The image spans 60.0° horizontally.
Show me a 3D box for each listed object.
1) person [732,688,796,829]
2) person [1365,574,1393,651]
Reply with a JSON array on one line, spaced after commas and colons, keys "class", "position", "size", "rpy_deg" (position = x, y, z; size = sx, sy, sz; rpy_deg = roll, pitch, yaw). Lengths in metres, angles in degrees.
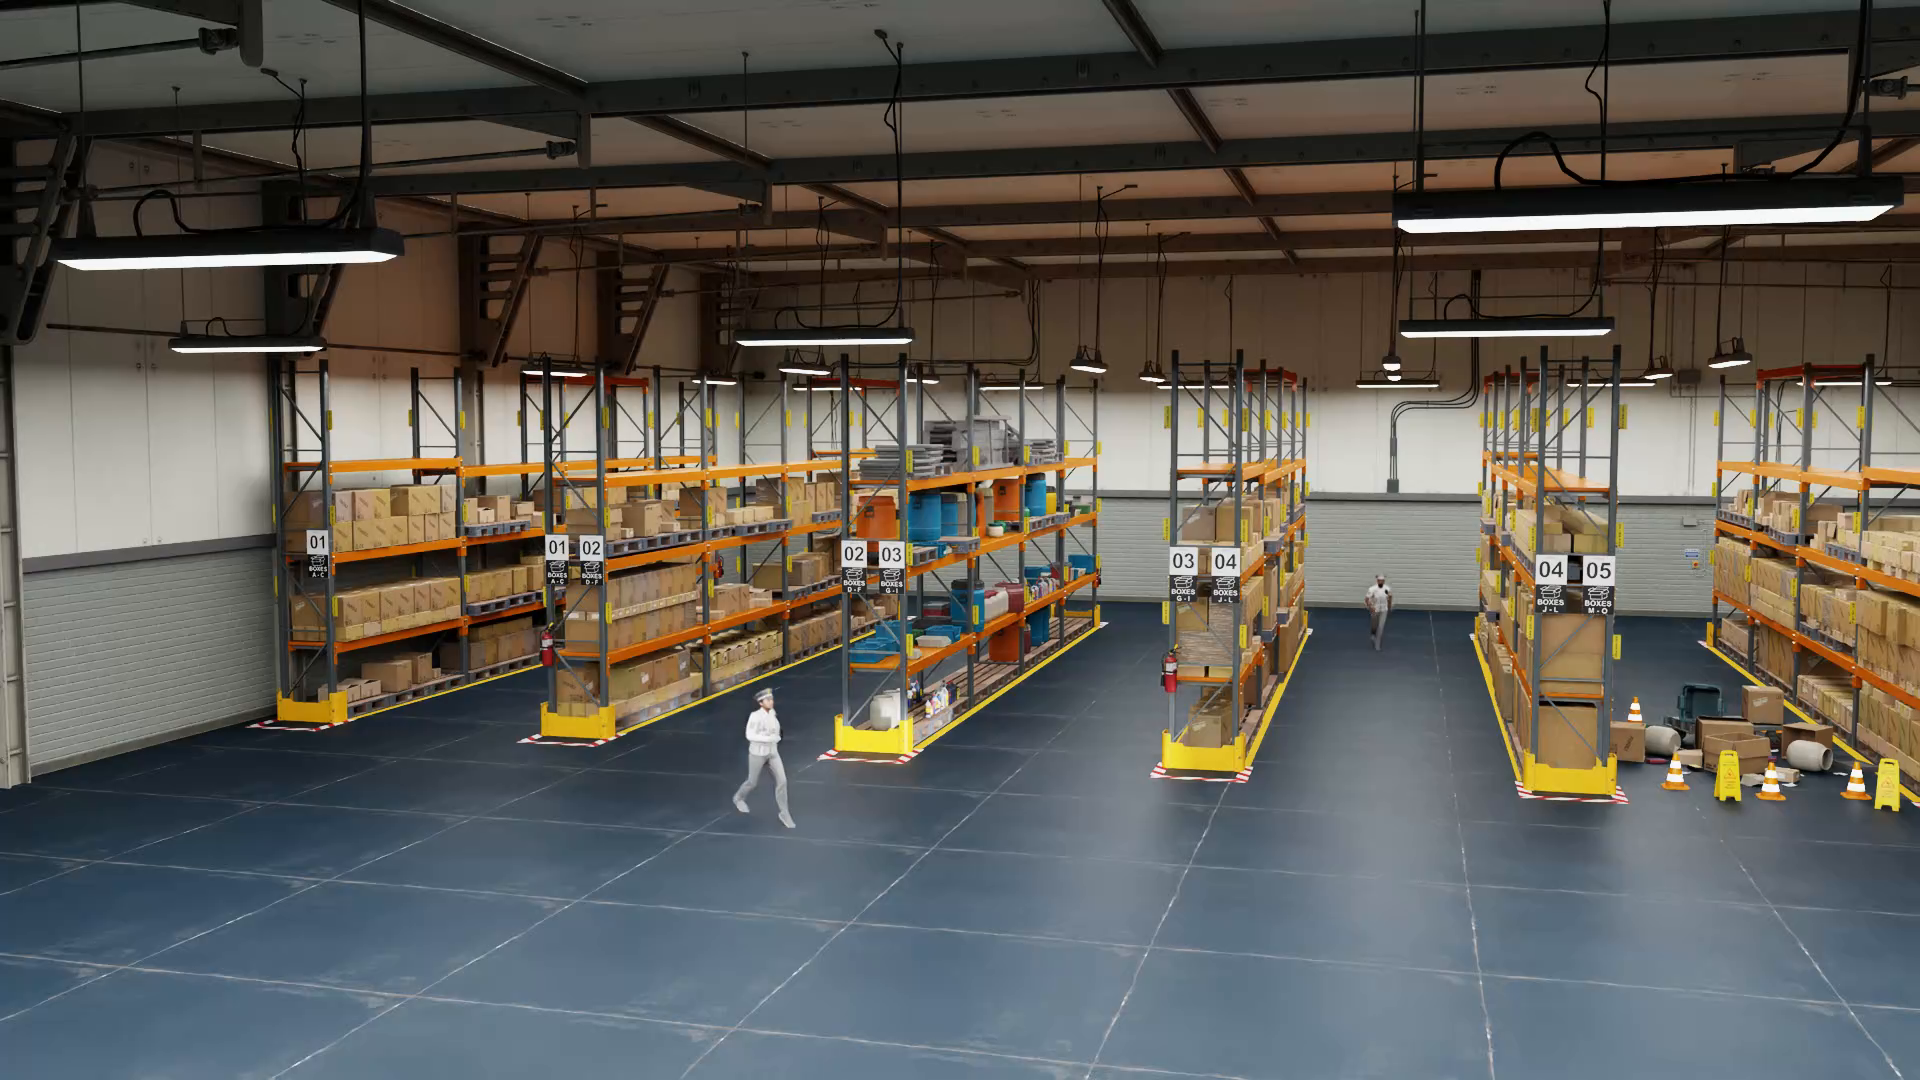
[{"class": "person", "position": [-2.476, 2.687, 20.628], "size": [0.997, 1.738, 0.578], "rpy_deg": [4, 6, 43]}, {"class": "person", "position": [9.206, 1.563, 36.518], "size": [0.600, 1.674, 0.744], "rpy_deg": [0, 4, 5]}]
